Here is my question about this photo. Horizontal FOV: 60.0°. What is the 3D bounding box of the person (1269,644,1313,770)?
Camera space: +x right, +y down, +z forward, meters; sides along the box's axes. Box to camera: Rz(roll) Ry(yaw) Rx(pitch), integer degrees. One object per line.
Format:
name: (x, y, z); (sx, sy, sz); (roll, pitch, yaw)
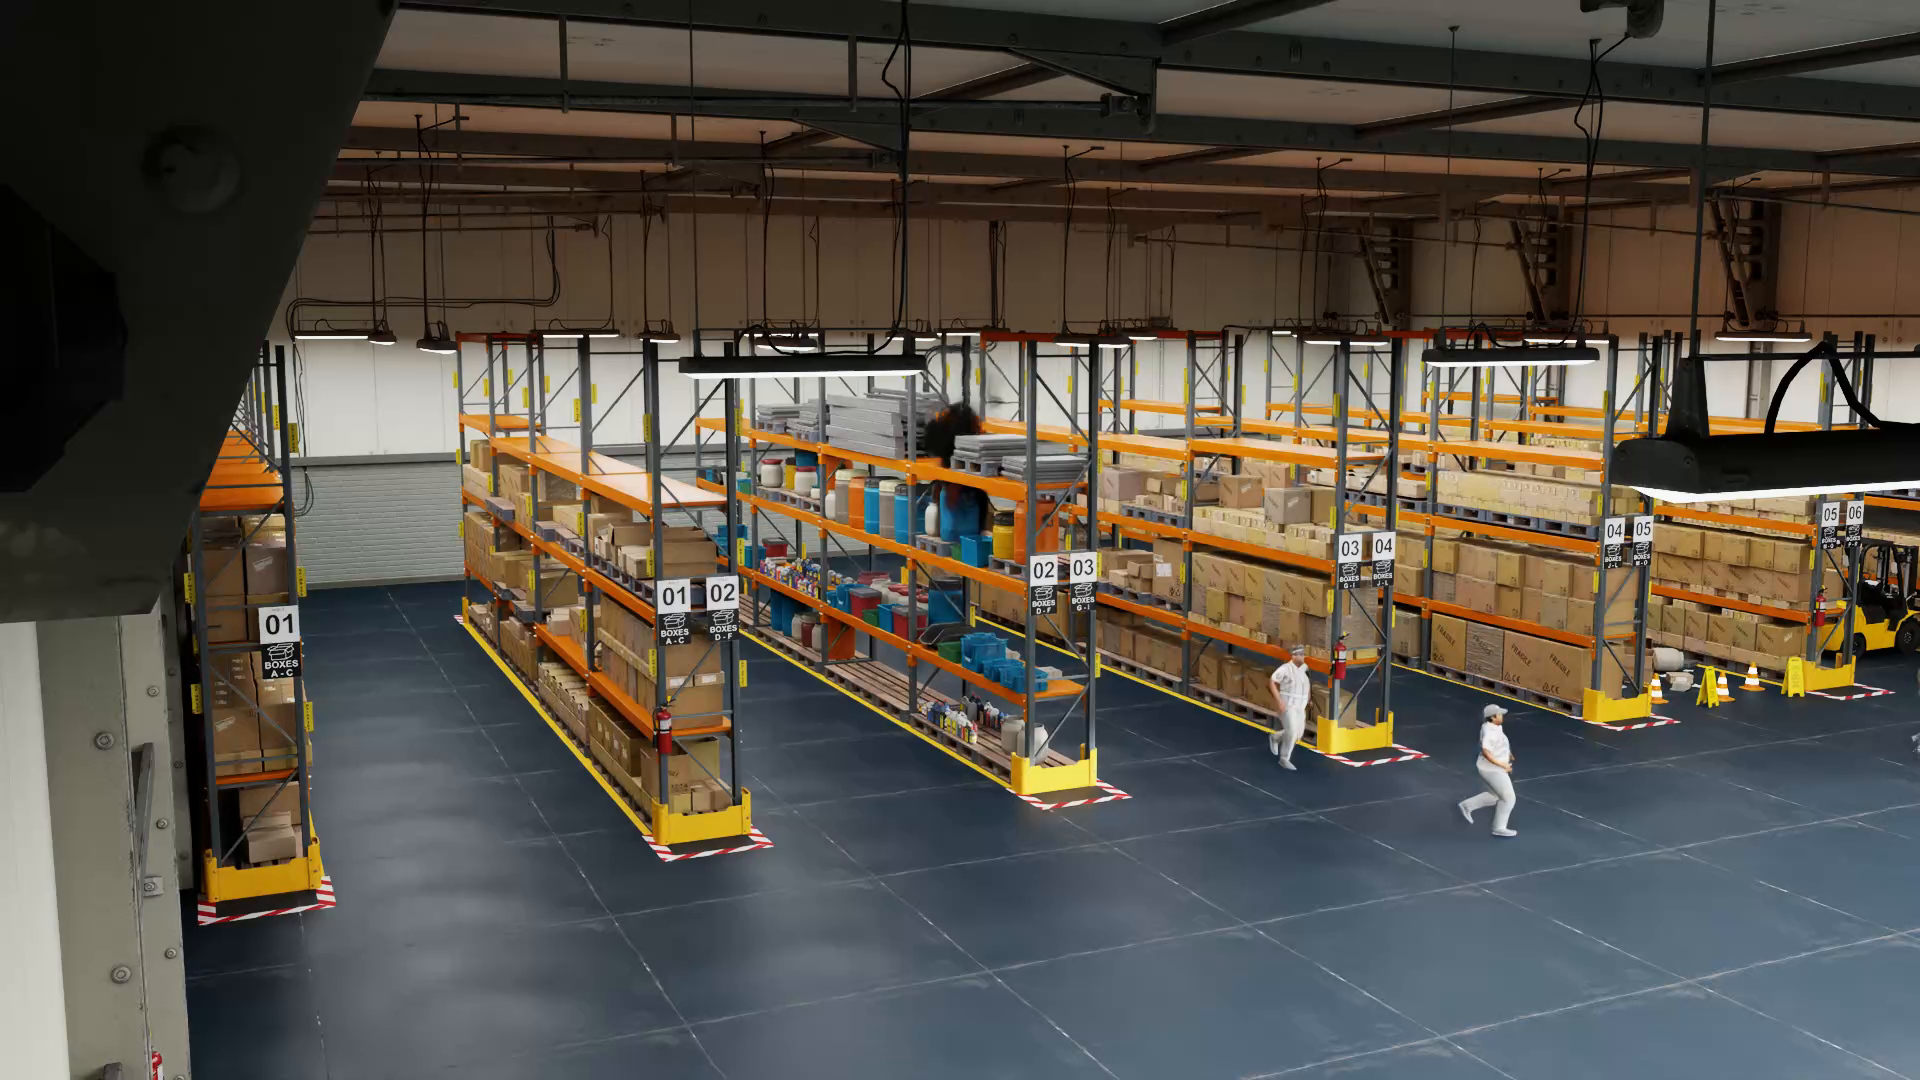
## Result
person: (4.677, 2.330, 23.573); (0.702, 1.749, 0.682); (-5, 9, -32)

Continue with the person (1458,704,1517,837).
person: (6.473, 2.802, 20.311); (0.687, 1.621, 0.613); (1, 8, 10)
